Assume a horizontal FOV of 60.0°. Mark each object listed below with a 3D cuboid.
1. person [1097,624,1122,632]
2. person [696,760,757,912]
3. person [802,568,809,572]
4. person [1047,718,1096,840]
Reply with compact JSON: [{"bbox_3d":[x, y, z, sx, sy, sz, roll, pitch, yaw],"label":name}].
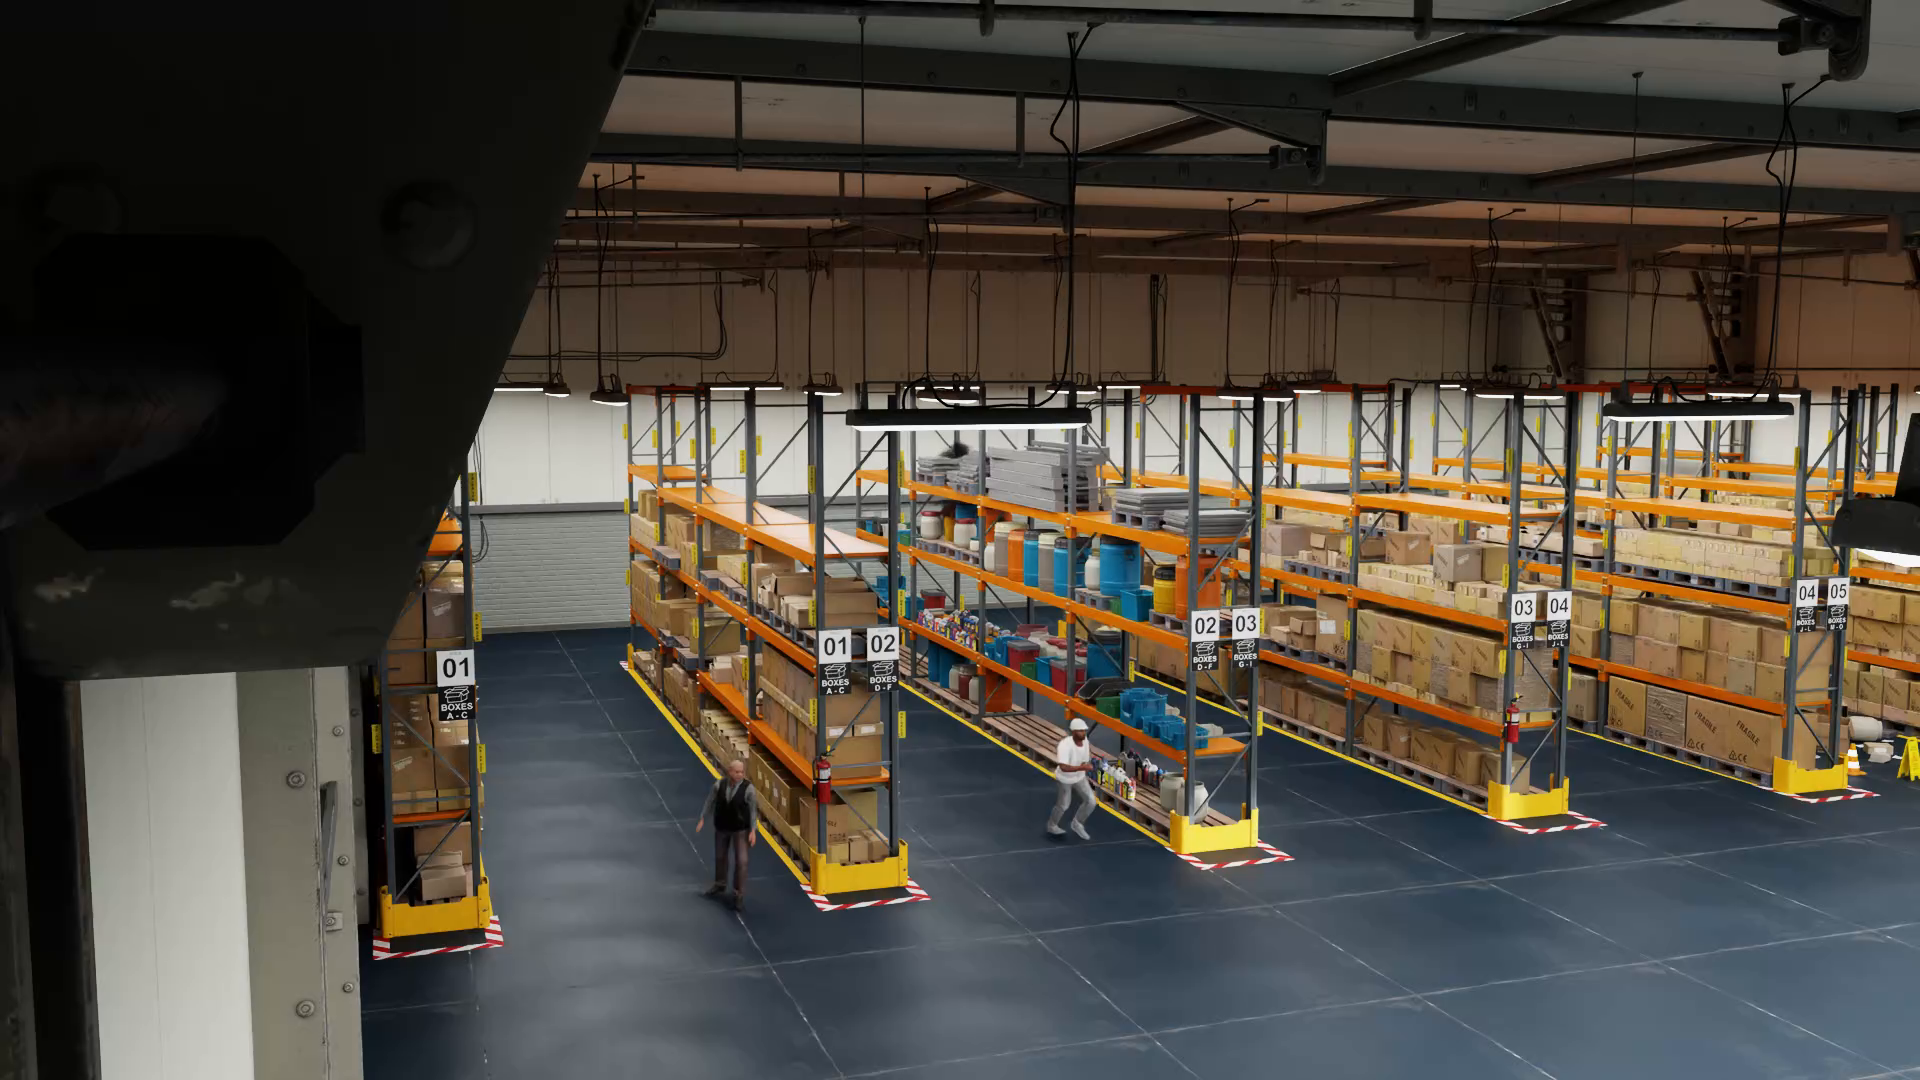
[{"bbox_3d":[2.920,2.209,31.969,0.573,1.648,0.619,-3,6,-23],"label":"person"},{"bbox_3d":[-2.761,3.451,19.685,0.731,1.725,0.682,1,6,7],"label":"person"},{"bbox_3d":[-3.631,1.528,38.263,0.782,1.760,0.714,-2,6,-15],"label":"person"},{"bbox_3d":[1.503,3.187,22.216,0.647,1.685,0.916,-4,7,-37],"label":"person"}]
